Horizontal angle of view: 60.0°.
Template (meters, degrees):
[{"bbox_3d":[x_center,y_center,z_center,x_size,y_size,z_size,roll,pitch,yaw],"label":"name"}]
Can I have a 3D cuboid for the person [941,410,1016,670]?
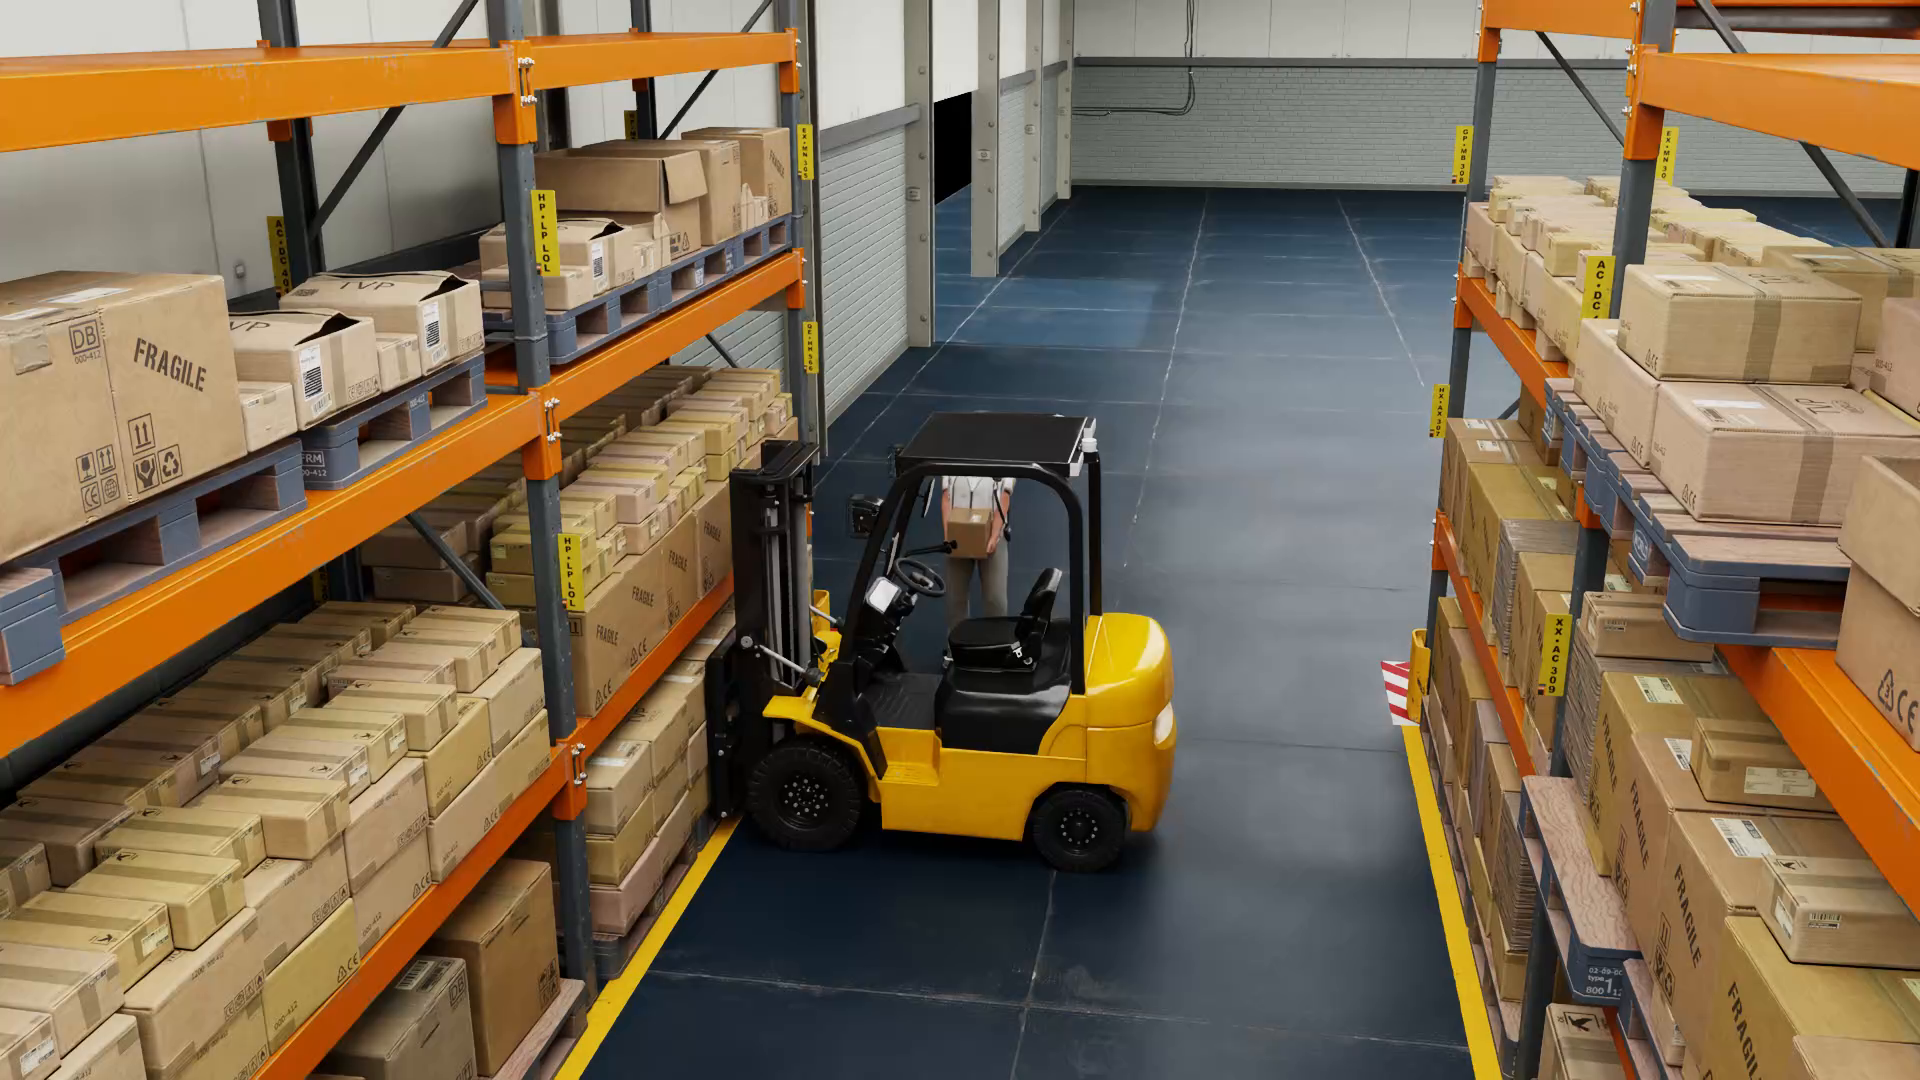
[{"bbox_3d":[0.110,0.020,10.956,0.494,1.767,0.556,3,18,10],"label":"person"}]
